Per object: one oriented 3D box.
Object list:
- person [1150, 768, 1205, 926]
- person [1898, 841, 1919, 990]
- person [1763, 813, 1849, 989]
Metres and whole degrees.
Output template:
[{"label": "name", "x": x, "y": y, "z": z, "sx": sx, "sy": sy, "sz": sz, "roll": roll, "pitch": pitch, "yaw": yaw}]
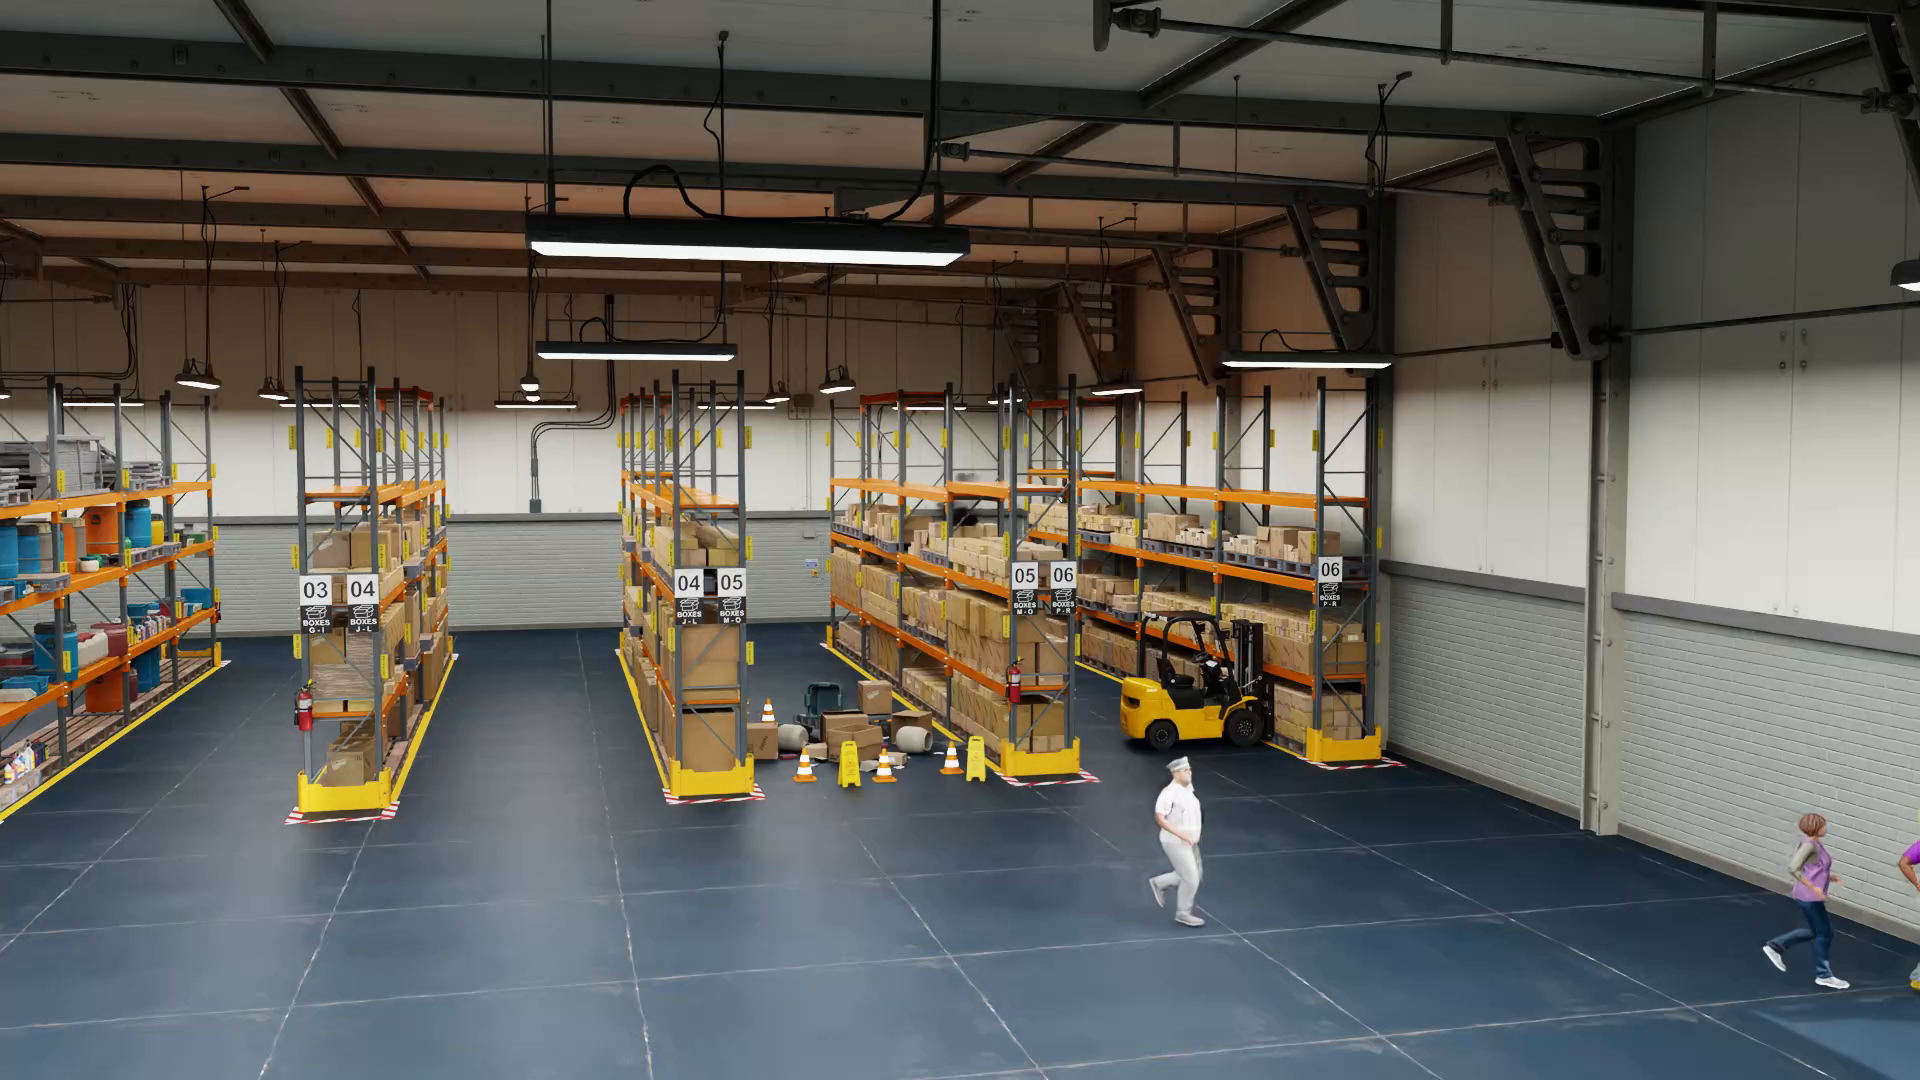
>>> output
[{"label": "person", "x": 2.251, "y": 3.126, "z": 17.266, "sx": 0.653, "sy": 1.682, "sz": 0.686, "roll": 2, "pitch": 4, "yaw": 32}, {"label": "person", "x": 8.783, "y": 3.253, "z": 14.763, "sx": 0.713, "sy": 1.774, "sz": 0.679, "roll": -2, "pitch": 4, "yaw": -27}, {"label": "person", "x": 7.802, "y": 3.294, "z": 15.311, "sx": 0.723, "sy": 1.584, "sz": 0.558, "roll": 2, "pitch": 4, "yaw": 29}]
